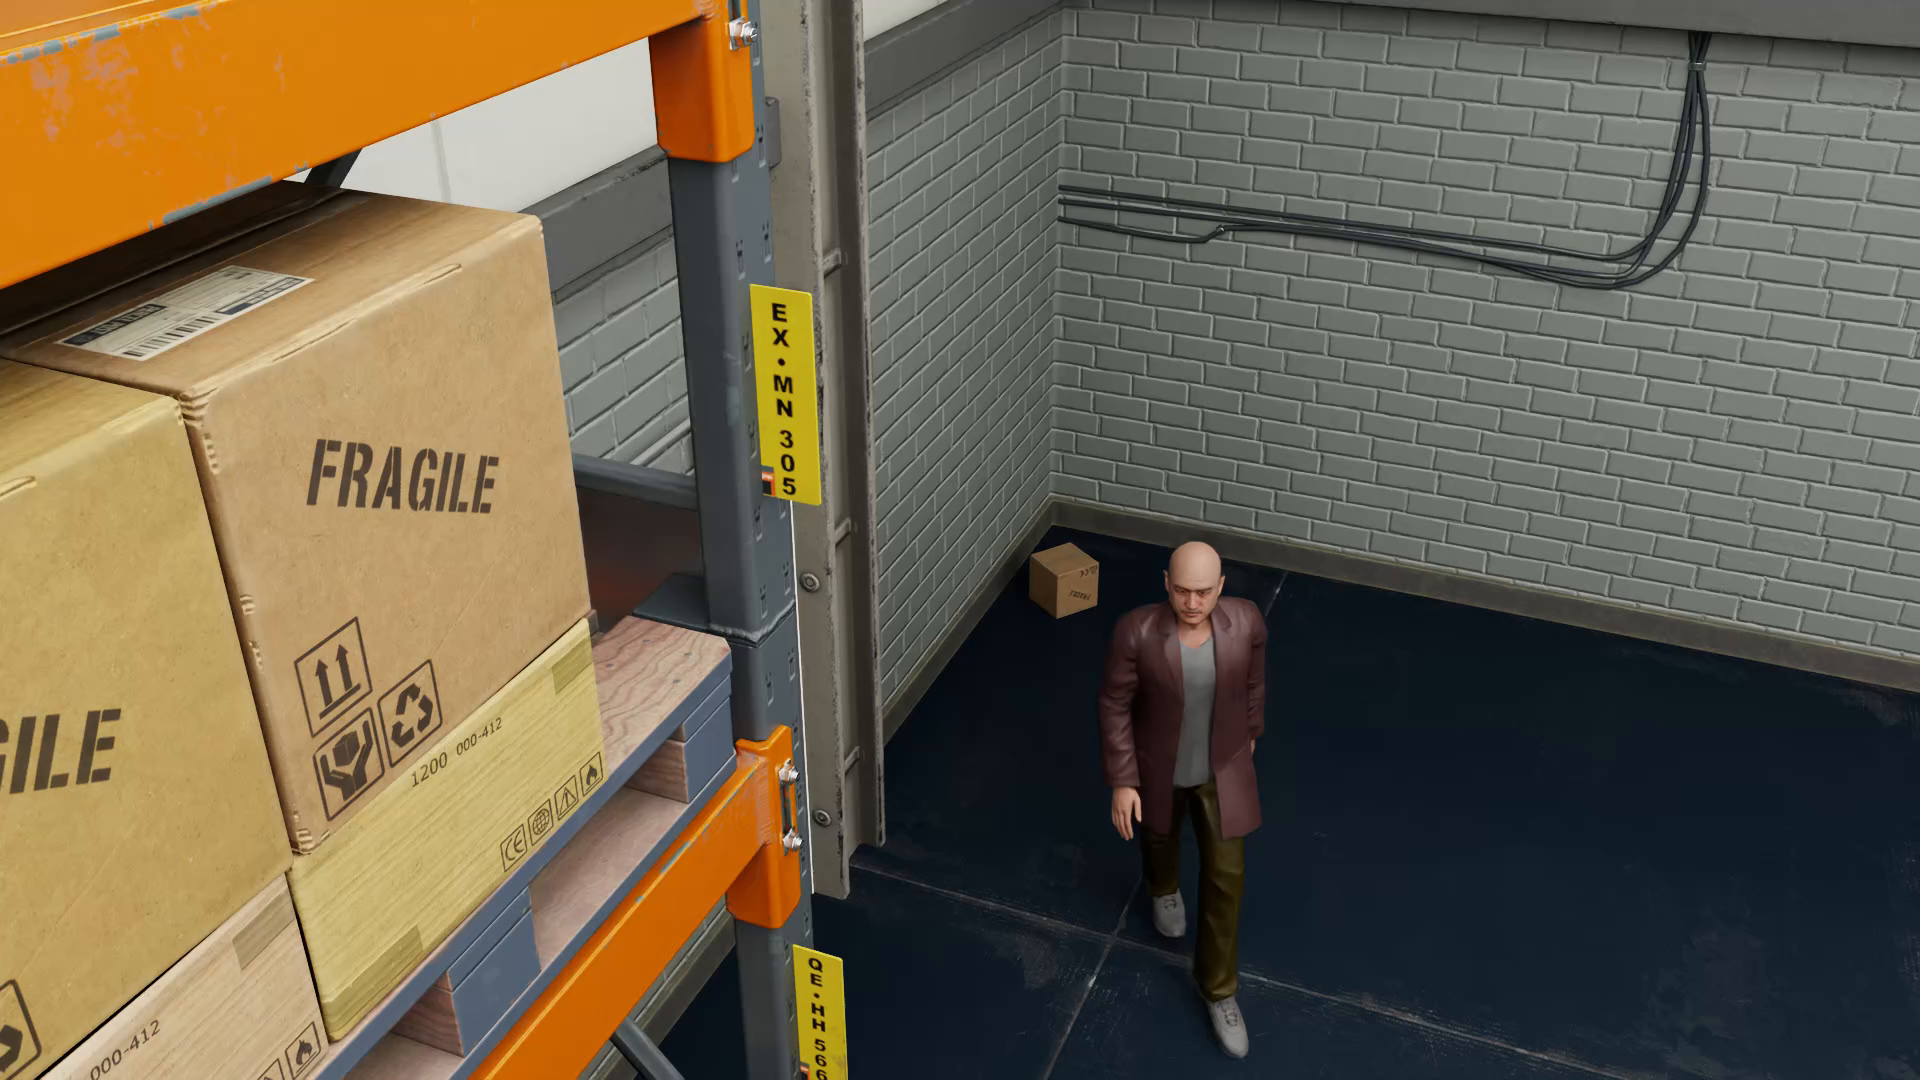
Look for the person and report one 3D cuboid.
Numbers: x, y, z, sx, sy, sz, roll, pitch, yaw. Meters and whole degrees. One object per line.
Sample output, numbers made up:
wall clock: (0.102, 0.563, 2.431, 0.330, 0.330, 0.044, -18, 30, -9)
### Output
person: (0.761, 0.801, 5.707, 0.610, 1.782, 0.911, 1, 29, 1)
